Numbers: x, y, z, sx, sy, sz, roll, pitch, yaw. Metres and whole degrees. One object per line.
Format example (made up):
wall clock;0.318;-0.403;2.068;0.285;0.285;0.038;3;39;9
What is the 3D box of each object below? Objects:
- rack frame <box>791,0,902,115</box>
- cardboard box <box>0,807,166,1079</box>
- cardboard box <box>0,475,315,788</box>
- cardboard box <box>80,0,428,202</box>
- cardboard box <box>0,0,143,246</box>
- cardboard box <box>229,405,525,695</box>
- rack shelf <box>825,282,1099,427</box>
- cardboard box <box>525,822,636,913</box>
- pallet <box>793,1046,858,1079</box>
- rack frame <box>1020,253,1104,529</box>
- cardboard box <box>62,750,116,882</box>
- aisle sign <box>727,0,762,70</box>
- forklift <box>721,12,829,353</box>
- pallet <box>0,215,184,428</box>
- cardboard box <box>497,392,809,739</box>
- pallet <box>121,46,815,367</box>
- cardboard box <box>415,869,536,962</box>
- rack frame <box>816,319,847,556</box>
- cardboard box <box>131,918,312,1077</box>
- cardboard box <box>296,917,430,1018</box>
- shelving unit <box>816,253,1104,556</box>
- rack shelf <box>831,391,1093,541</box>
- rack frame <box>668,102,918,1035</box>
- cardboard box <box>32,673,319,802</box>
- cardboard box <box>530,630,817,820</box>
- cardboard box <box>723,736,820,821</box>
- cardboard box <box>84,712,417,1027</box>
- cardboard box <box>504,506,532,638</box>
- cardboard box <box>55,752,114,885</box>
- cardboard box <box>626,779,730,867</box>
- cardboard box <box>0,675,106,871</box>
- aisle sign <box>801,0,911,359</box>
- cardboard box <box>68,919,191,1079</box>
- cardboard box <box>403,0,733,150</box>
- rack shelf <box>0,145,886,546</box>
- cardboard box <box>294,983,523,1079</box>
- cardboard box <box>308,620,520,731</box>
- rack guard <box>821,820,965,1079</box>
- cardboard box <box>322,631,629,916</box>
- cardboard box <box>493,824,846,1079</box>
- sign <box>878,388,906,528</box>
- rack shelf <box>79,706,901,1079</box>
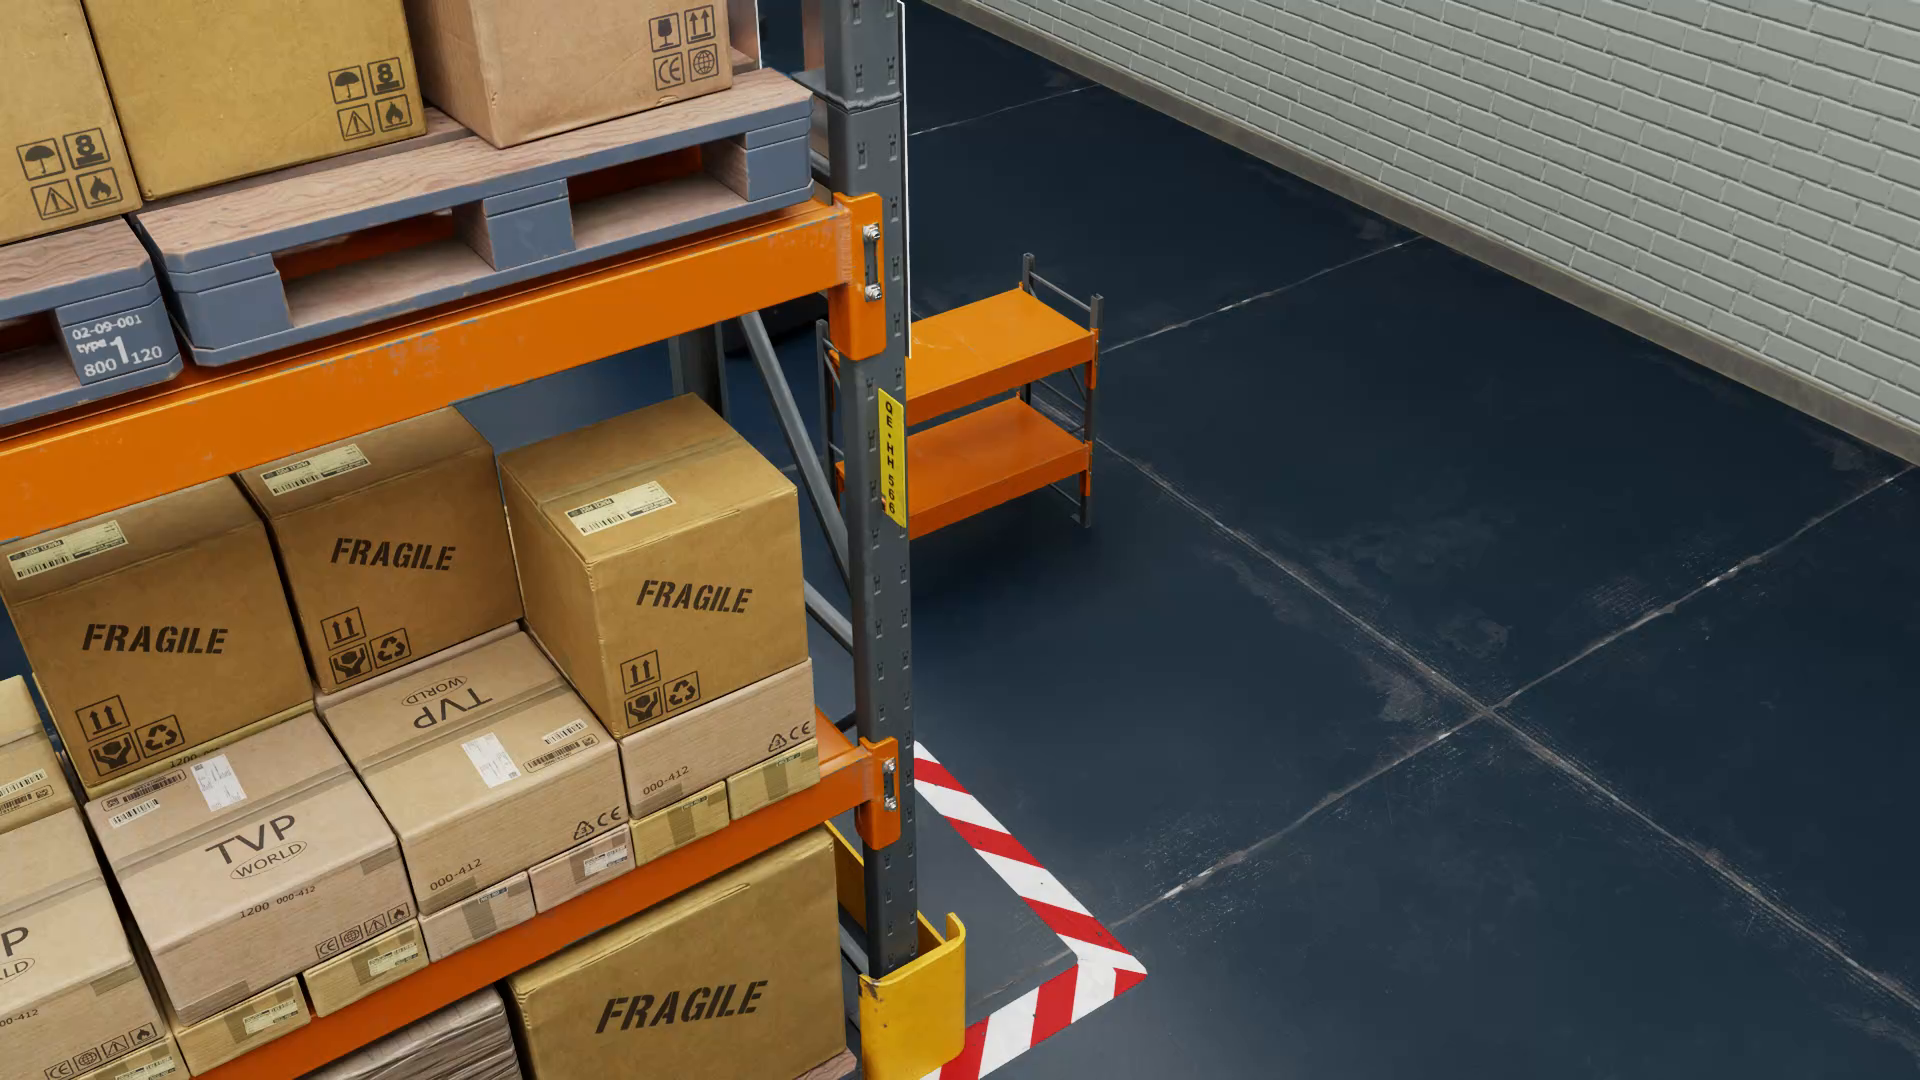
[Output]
rack frame;-0.455;-2.315;2.762;0.127;3.000;1.000;-22;41;-28
cardboard box;-1.953;0.869;3.346;0.500;0.250;0.500;-22;41;-28
cardboard box;-1.832;0.134;3.726;0.500;0.500;0.500;-24;42;-29
cardboard box;-1.379;-1.017;2.995;0.500;0.500;0.700;-24;42;-29
cardboard box;-1.774;-0.820;2.721;0.500;0.500;0.700;-25;43;-31
cardboard box;-1.412;-0.043;3.972;0.500;0.500;0.500;-23;42;-29
rack shelf;0.006;-0.697;6.754;1.000;0.278;0.538;-22;41;-28
cardboard box;-0.975;0.672;3.962;0.250;0.149;0.380;-22;41;-28
pallet;-1.064;1.559;4.902;1.213;0.211;1.003;-22;41;-28
rack frame;0.421;-0.630;7.162;0.032;1.125;0.500;-22;41;-28
cardboard box;-1.985;0.618;4.037;0.250;0.149;0.380;-23;42;-28
aisle sign;-0.569;-1.102;3.987;0.004;0.787;0.394;-22;41;-28
forklift;-1.826;-2.922;8.802;1.130;2.935;3.031;-27;44;-32
pallet;-2.054;-0.394;2.736;1.213;0.211;1.003;-22;41;-28
cardboard box;-0.702;0.046;3.849;0.500;0.500;0.500;-22;41;-27
pallet;-1.056;-0.807;3.309;1.213;0.211;1.003;-22;41;-28
cardboard box;-1.179;0.756;3.846;0.250;0.149;0.380;-22;41;-27
rack frame;-0.410;-0.288;6.687;0.032;1.125;0.500;-22;41;-28
cardboard box;-1.602;0.931;3.601;0.250;0.149;0.380;-22;41;-28
cardboard box;-1.391;0.844;3.723;0.250;0.149;0.380;-23;42;-29
shelving unit;0.006;-0.459;6.925;1.048;1.125;0.538;-22;41;-28
rack shelf;0.006;-0.260;7.067;1.000;0.278;0.538;-22;41;-28
rack frame;-0.455;0.121;4.513;0.127;3.000;1.000;-22;41;-28
cardboard box;-1.837;0.439;3.945;0.500;0.250;0.500;-24;42;-29
cardboard box;-0.698;0.350;4.067;0.500;0.250;0.500;-23;42;-29
cardboard box;-0.557;0.500;4.202;0.250;0.149;0.380;-22;41;-27
cardboard box;-1.529;0.692;3.592;0.500;0.250;0.500;-24;42;-29
cardboard box;-1.003;0.093;4.425;0.500;0.250;0.500;-24;42;-29
cardboard box;-2.192;0.703;3.919;0.250;0.149;0.380;-23;42;-29
cardboard box;-0.768;0.588;4.079;0.250;0.149;0.380;-22;41;-27
cardboard box;-2.260;0.617;3.697;0.500;0.250;0.500;-23;42;-29
aisle sign;-0.224;-0.816;3.589;0.004;0.787;0.394;-22;41;-28
cardboard box;-1.806;1.014;3.487;0.250;0.149;0.380;-22;41;-27
cardboard box;-0.849;-1.148;3.178;0.500;0.500;0.700;-25;43;-30
rack shelf;-2.090;-0.132;2.912;4.000;0.370;1.077;-22;41;-28
cardboard box;-1.676;1.372;4.233;0.875;0.875;0.875;-22;41;-28
cardboard box;-1.424;0.271;4.177;0.500;0.250;0.500;-23;42;-28
rack guard;-0.436;1.127;5.254;0.348;0.500;1.175;-22;41;-28
cardboard box;-1.113;0.521;3.831;0.500;0.250;0.500;-23;42;-29
cardboard box;-0.932;1.066;4.659;0.875;0.875;0.875;-22;41;-28
sign;-0.154;-0.182;3.739;0.005;0.325;0.100;-22;41;-28
rack shelf;-2.090;1.085;3.788;4.000;0.370;1.077;-22;41;-28
